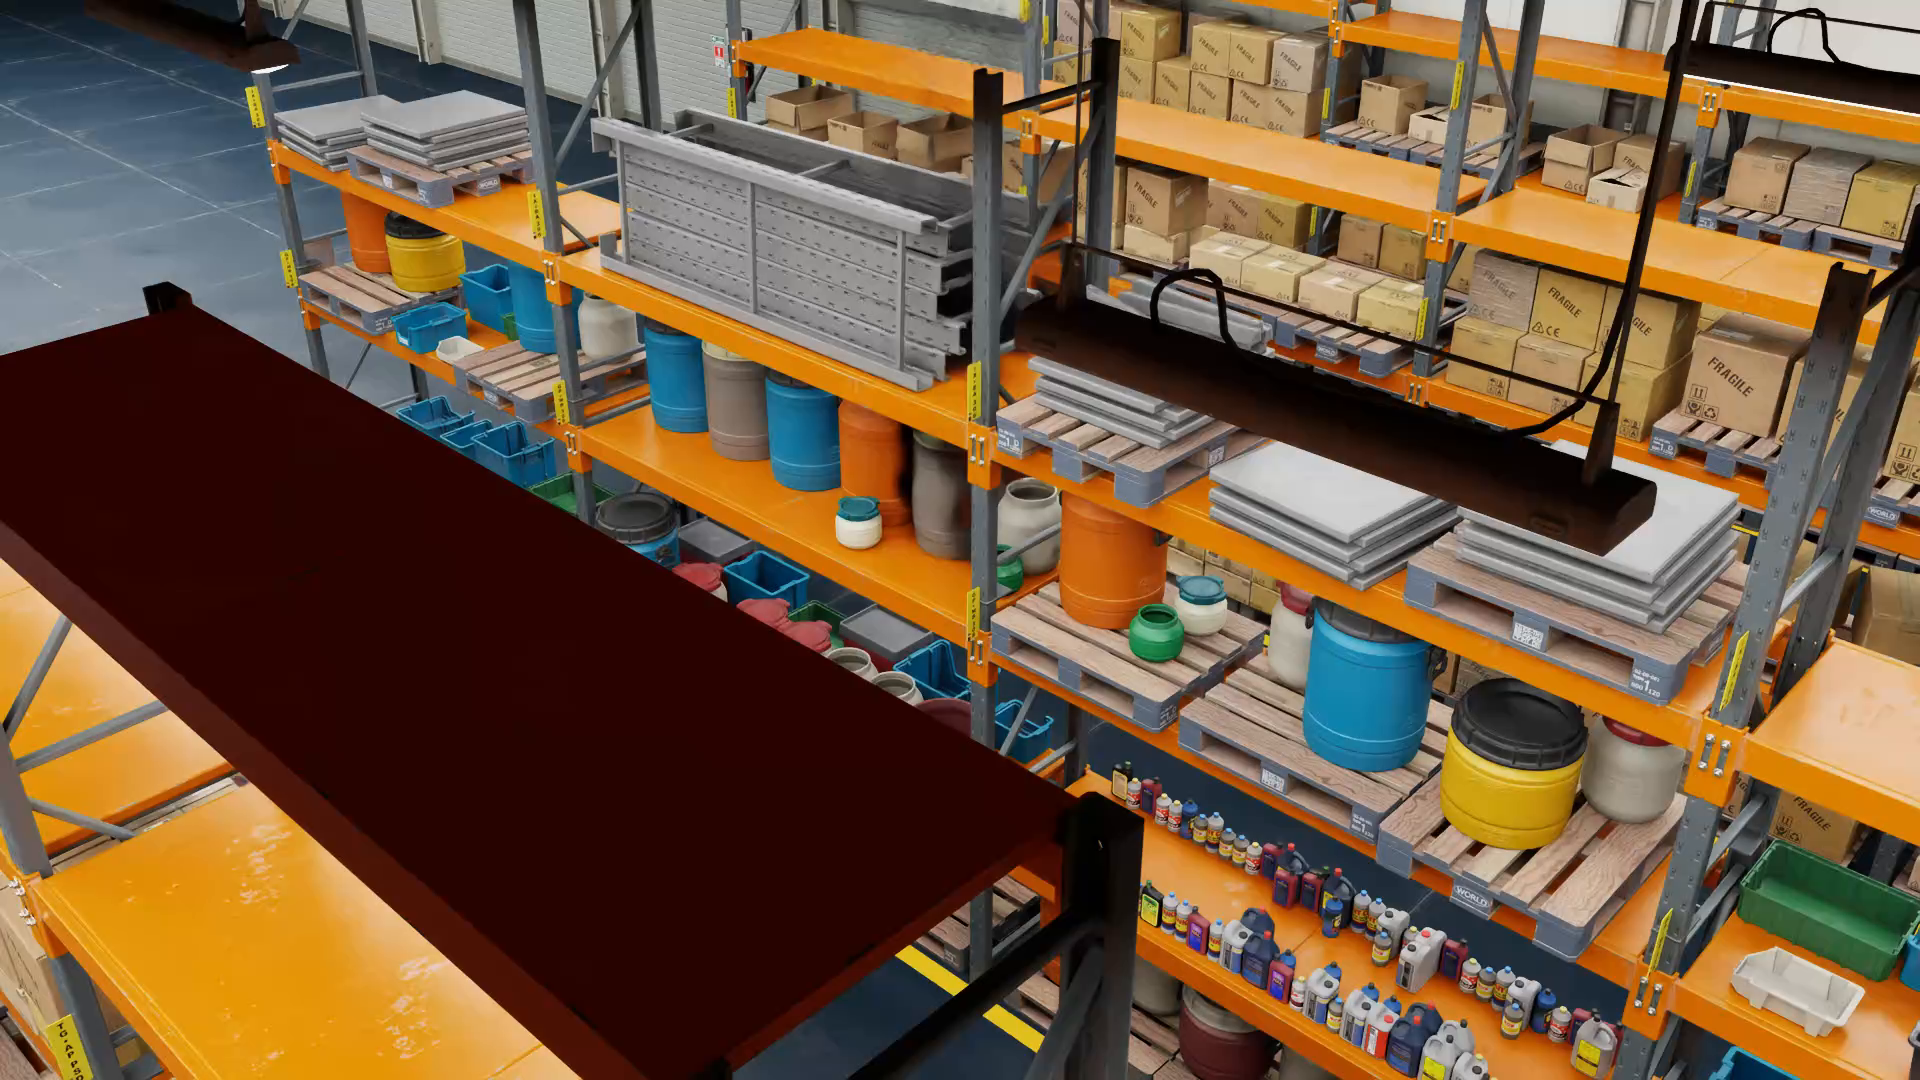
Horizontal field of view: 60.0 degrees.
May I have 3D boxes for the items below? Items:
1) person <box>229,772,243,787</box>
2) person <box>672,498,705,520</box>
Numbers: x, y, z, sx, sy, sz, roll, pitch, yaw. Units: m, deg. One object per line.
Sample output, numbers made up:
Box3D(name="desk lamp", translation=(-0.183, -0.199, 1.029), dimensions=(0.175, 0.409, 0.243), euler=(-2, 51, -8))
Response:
Box3D(name="person", translation=(-5.222, 1.637, 11.623), dimensions=(0.611, 1.619, 0.745), euler=(-25, 38, -37))
Box3D(name="person", translation=(-2.563, -0.533, 15.593), dimensions=(0.541, 1.560, 0.532), euler=(12, 32, 20))
